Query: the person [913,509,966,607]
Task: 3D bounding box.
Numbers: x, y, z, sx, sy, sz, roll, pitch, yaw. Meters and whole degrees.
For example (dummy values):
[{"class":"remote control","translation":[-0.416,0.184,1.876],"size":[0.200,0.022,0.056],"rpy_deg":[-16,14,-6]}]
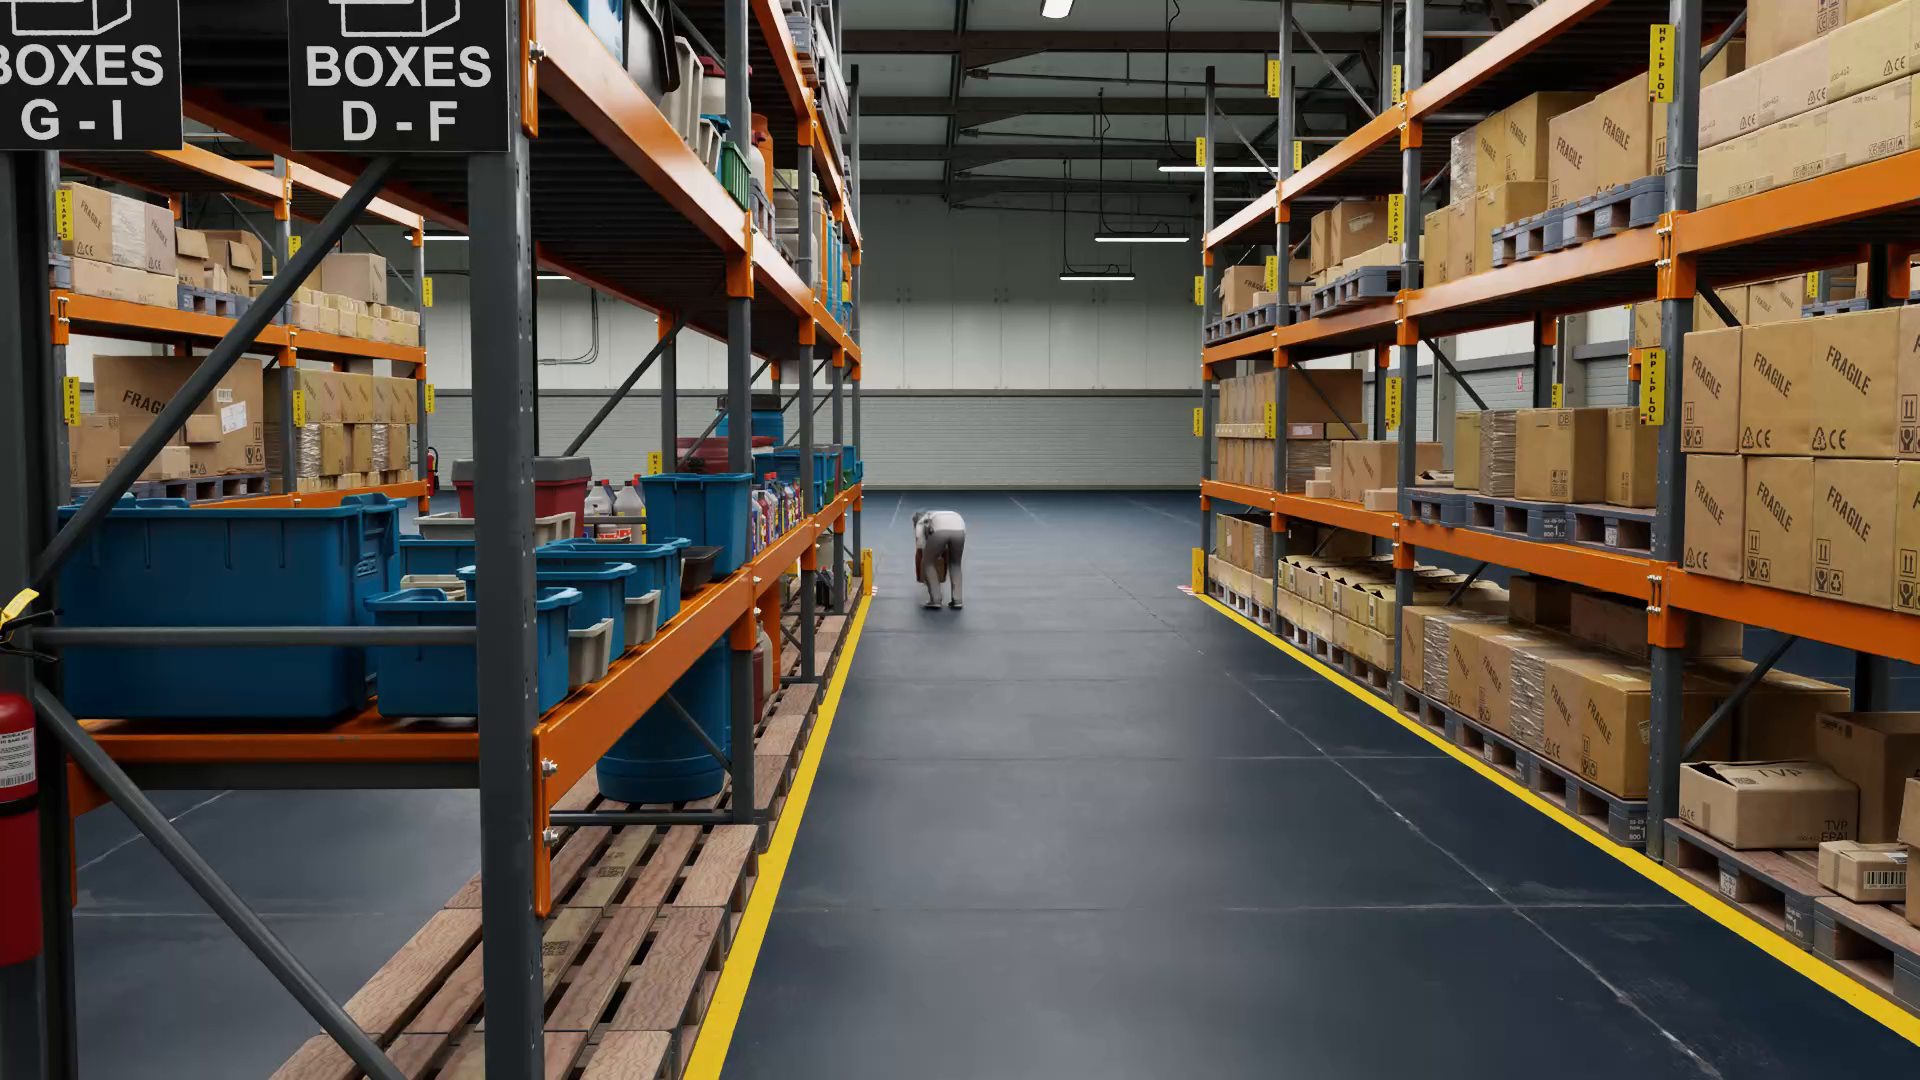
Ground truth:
[{"class":"person","translation":[-0.244,0.191,17.822],"size":[0.426,1.042,0.940],"rpy_deg":[-2,4,-22]}]
